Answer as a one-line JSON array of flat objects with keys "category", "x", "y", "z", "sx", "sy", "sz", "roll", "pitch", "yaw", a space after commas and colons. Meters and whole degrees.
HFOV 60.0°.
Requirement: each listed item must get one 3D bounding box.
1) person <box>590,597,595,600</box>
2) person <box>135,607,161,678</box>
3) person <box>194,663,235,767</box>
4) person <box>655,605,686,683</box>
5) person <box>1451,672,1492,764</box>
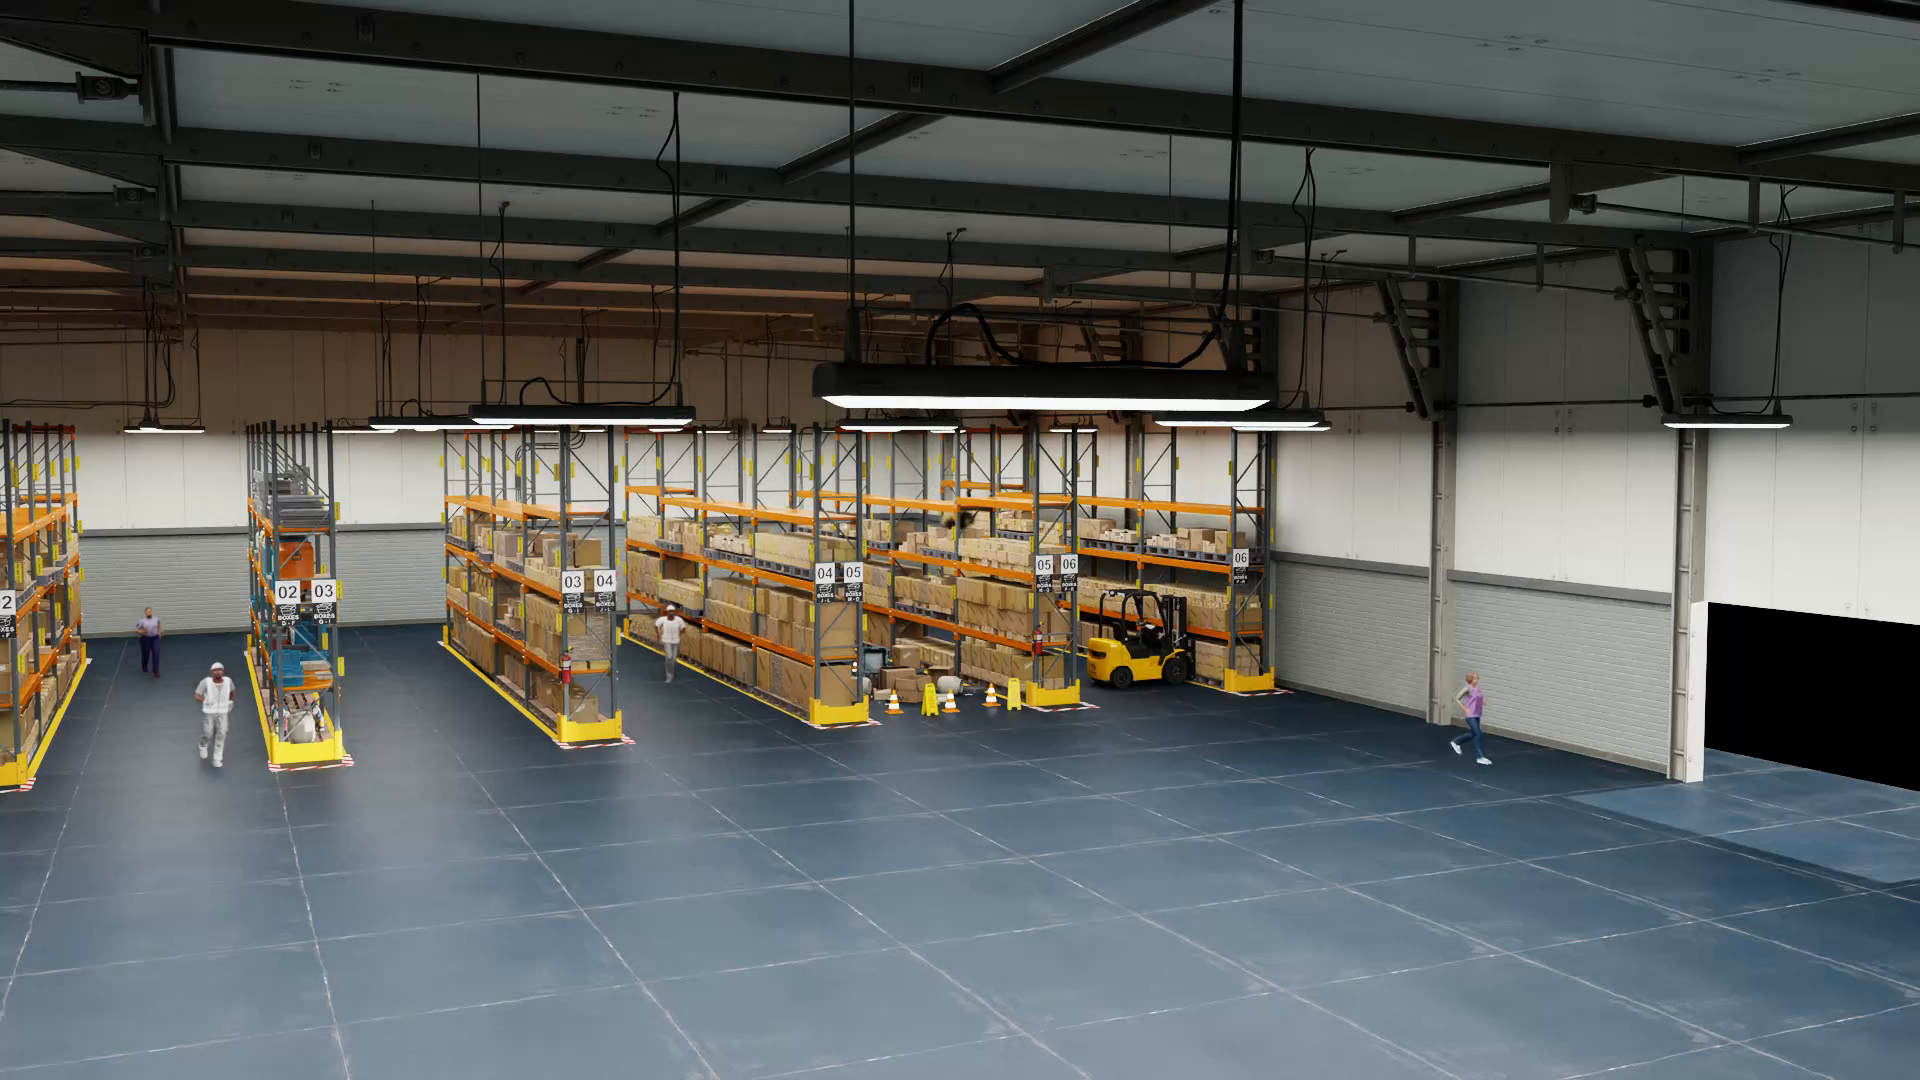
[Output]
[{"category": "person", "x": -10.527, "y": 1.849, "z": 48.277, "sx": 0.546, "sy": 1.690, "sz": 0.717, "roll": -3, "pitch": 5, "yaw": -43}, {"category": "person", "x": -19.254, "y": 2.428, "z": 39.516, "sx": 0.606, "sy": 1.629, "sz": 0.924, "roll": -3, "pitch": 4, "yaw": -37}, {"category": "person", "x": -12.984, "y": 3.021, "z": 29.032, "sx": 0.688, "sy": 1.778, "sz": 0.891, "roll": -2, "pitch": 4, "yaw": -34}, {"category": "person", "x": -6.739, "y": 2.425, "z": 38.860, "sx": 0.678, "sy": 1.828, "sz": 0.775, "roll": -2, "pitch": 4, "yaw": -25}, {"category": "person", "x": 8.958, "y": 3.108, "z": 29.148, "sx": 0.545, "sy": 1.553, "sz": 0.864, "roll": -3, "pitch": 5, "yaw": -40}]
